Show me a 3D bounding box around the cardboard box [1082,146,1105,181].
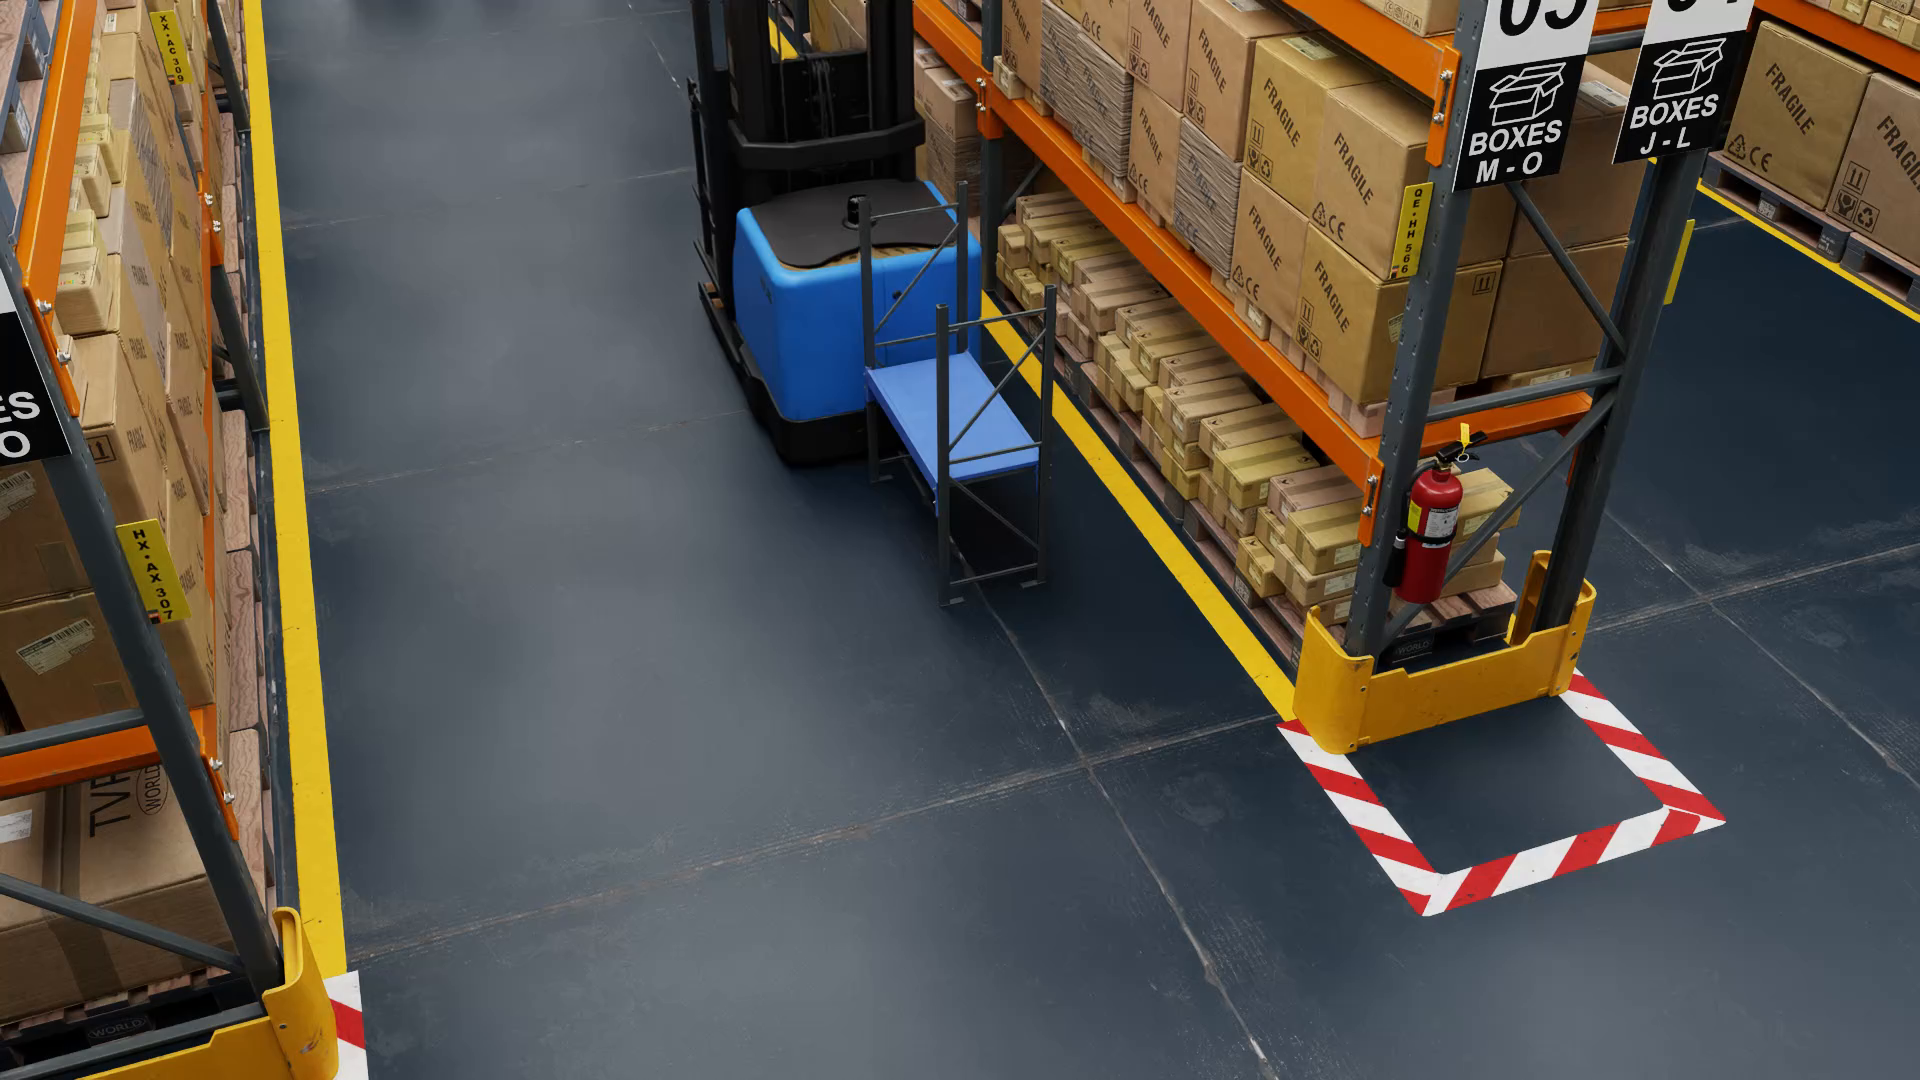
[{"bbox_3d":[0.806,-1.857,7.931,0.380,0.149,0.250,-12,39,-15],"label":"cardboard box"}]

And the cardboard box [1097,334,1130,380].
[{"bbox_3d":[0.906,-0.920,8.251,0.380,0.149,0.250,-13,39,-16],"label":"cardboard box"}]

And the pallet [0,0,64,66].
[{"bbox_3d":[-3.322,-1.695,5.088,1.003,0.211,1.213,-12,39,-16],"label":"pallet"}]

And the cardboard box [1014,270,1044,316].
[{"bbox_3d":[0.518,-1.373,9.100,0.380,0.149,0.250,-11,38,-15],"label":"cardboard box"}]

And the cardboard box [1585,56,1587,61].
[{"bbox_3d":[4.747,-3.917,11.875,1.225,0.875,0.875,-14,39,-18],"label":"cardboard box"}]

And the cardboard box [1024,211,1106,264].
[{"bbox_3d":[0.566,-1.628,8.944,0.380,0.149,0.250,-11,38,-14],"label":"cardboard box"}]

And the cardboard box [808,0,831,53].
[{"bbox_3d":[-0.770,-3.743,11.955,0.500,0.500,0.500,-14,39,-18],"label":"cardboard box"}]

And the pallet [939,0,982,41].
[{"bbox_3d":[0.477,-3.152,9.601,1.003,0.211,1.213,-12,39,-16],"label":"pallet"}]

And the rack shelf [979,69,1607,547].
[{"bbox_3d":[1.291,-1.349,7.646,1.077,0.370,4.000,-12,39,-16],"label":"rack shelf"}]

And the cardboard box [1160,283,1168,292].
[{"bbox_3d":[1.203,-1.448,8.705,0.380,0.149,0.250,-11,38,-14],"label":"cardboard box"}]

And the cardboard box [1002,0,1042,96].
[{"bbox_3d":[0.537,-2.593,8.369,0.500,0.500,0.500,-13,39,-17],"label":"cardboard box"}]

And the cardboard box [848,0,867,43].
[{"bbox_3d":[-0.431,-3.487,10.991,0.500,0.250,0.500,-12,39,-16],"label":"cardboard box"}]

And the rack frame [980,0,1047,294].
[{"bbox_3d":[0.603,-2.767,8.930,1.000,3.000,0.127,-12,39,-16],"label":"rack frame"}]

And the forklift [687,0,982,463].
[{"bbox_3d":[-0.846,-2.436,8.548,1.130,2.935,3.031,-12,39,-15],"label":"forklift"}]

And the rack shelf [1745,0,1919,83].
[{"bbox_3d":[5.983,-2.319,8.934,1.077,0.370,4.000,-12,39,-16],"label":"rack shelf"}]

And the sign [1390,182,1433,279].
[{"bbox_3d":[1.451,-0.992,5.349,0.100,0.325,0.005,-12,39,-16],"label":"sign"}]

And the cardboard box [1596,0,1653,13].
[{"bbox_3d":[2.065,-1.952,5.479,0.500,0.250,0.500,-11,38,-14],"label":"cardboard box"}]

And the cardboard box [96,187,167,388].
[{"bbox_3d":[-2.900,-0.774,5.370,0.500,0.500,0.500,-13,39,-16],"label":"cardboard box"}]

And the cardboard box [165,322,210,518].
[{"bbox_3d":[-2.887,-0.367,5.660,0.500,0.500,0.500,-13,39,-16],"label":"cardboard box"}]

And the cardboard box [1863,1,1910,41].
[{"bbox_3d":[5.358,-2.955,9.388,0.380,0.149,0.250,-13,39,-17],"label":"cardboard box"}]

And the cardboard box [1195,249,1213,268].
[{"bbox_3d":[1.241,-1.278,7.163,0.380,0.149,0.250,-14,39,-18],"label":"cardboard box"}]

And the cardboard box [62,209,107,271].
[{"bbox_3d":[-2.742,-0.830,4.906,0.380,0.149,0.250,-14,39,-17],"label":"cardboard box"}]

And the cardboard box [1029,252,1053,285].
[{"bbox_3d":[0.599,-1.519,9.047,0.380,0.149,0.250,-12,39,-16],"label":"cardboard box"}]

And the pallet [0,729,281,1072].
[{"bbox_3d":[-2.982,1.253,5.911,1.003,0.211,1.213,-12,39,-16],"label":"pallet"}]

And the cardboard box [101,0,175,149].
[{"bbox_3d":[-3.588,-1.914,6.884,0.500,0.500,0.500,-13,39,-16],"label":"cardboard box"}]

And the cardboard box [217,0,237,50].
[{"bbox_3d":[-5.833,-3.799,12.135,0.950,0.372,0.625,-13,39,-17],"label":"cardboard box"}]

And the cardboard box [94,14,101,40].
[{"bbox_3d":[-3.540,-1.961,6.406,0.380,0.149,0.250,-12,39,-16],"label":"cardboard box"}]

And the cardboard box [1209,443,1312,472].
[{"bbox_3d":[1.354,-0.360,7.508,0.380,0.149,0.250,-13,39,-16],"label":"cardboard box"}]

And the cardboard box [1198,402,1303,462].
[{"bbox_3d":[1.289,-0.453,7.385,0.380,0.149,0.250,-14,39,-18],"label":"cardboard box"}]

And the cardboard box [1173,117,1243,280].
[{"bbox_3d":[1.227,-1.443,6.842,0.500,0.500,0.500,-12,39,-16],"label":"cardboard box"}]

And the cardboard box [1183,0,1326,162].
[{"bbox_3d":[1.227,-1.850,6.552,0.500,0.500,0.500,-11,38,-14],"label":"cardboard box"}]

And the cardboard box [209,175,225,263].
[{"bbox_3d":[-4.617,-1.846,9.125,0.875,0.875,0.875,-11,38,-15],"label":"cardboard box"}]

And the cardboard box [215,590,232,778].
[{"bbox_3d":[-3.277,0.563,6.289,0.875,0.438,0.875,-11,38,-15],"label":"cardboard box"}]

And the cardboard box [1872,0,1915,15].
[{"bbox_3d":[5.377,-3.194,9.374,0.500,0.250,0.500,-13,39,-16],"label":"cardboard box"}]

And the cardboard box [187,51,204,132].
[{"bbox_3d":[-4.093,-2.220,8.329,0.500,0.250,0.500,-13,39,-17],"label":"cardboard box"}]

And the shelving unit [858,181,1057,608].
[{"bbox_3d":[-0.029,-0.647,7.363,0.538,1.500,1.048,-12,39,-16],"label":"shelving unit"}]

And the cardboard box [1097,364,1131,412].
[{"bbox_3d":[0.911,-0.799,8.338,0.380,0.149,0.250,-13,39,-17],"label":"cardboard box"}]

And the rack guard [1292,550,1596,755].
[{"bbox_3d":[1.953,0.449,6.739,1.175,0.500,0.348,-12,39,-16],"label":"rack guard"}]

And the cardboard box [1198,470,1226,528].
[{"bbox_3d":[1.312,-0.218,7.567,0.380,0.149,0.250,-12,39,-15],"label":"cardboard box"}]

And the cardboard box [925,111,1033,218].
[{"bbox_3d":[0.112,-2.302,10.041,0.500,0.500,0.500,-13,39,-17],"label":"cardboard box"}]

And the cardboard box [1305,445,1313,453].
[{"bbox_3d":[1.679,-0.459,7.887,0.380,0.149,0.250,-12,39,-16],"label":"cardboard box"}]

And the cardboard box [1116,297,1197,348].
[{"bbox_3d":[0.993,-1.055,8.183,0.380,0.149,0.250,-14,39,-18],"label":"cardboard box"}]

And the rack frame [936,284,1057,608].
[{"bbox_3d":[0.146,-0.360,6.981,0.500,1.500,0.032,-12,39,-16],"label":"rack frame"}]

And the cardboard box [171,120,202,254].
[{"bbox_3d":[-3.610,-1.515,7.186,0.500,0.500,0.500,-12,39,-16],"label":"cardboard box"}]

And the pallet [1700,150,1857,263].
[{"bbox_3d":[5.483,-2.177,10.464,1.003,0.211,1.213,-12,39,-16],"label":"pallet"}]

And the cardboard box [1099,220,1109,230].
[{"bbox_3d":[1.010,-1.802,9.423,0.380,0.149,0.250,-12,39,-15],"label":"cardboard box"}]

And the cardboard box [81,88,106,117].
[{"bbox_3d":[-3.126,-1.404,5.667,0.380,0.149,0.250,-12,39,-16],"label":"cardboard box"}]

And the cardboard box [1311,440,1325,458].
[{"bbox_3d":[1.845,-0.458,7.638,0.380,0.149,0.250,-11,38,-15],"label":"cardboard box"}]

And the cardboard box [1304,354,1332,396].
[{"bbox_3d":[1.552,-0.680,6.369,0.380,0.149,0.250,-13,39,-16],"label":"cardboard box"}]

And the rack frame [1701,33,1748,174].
[{"bbox_3d":[5.295,-3.736,10.217,1.000,3.000,0.127,-12,39,-16],"label":"rack frame"}]

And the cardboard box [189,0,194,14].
[{"bbox_3d":[-4.427,-2.996,8.943,0.500,0.250,0.500,-14,39,-17],"label":"cardboard box"}]

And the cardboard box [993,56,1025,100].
[{"bbox_3d":[0.393,-2.438,8.703,0.380,0.149,0.250,-11,38,-14],"label":"cardboard box"}]

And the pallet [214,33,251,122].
[{"bbox_3d":[-5.654,-3.272,11.919,1.003,0.211,1.213,-12,39,-16],"label":"pallet"}]
